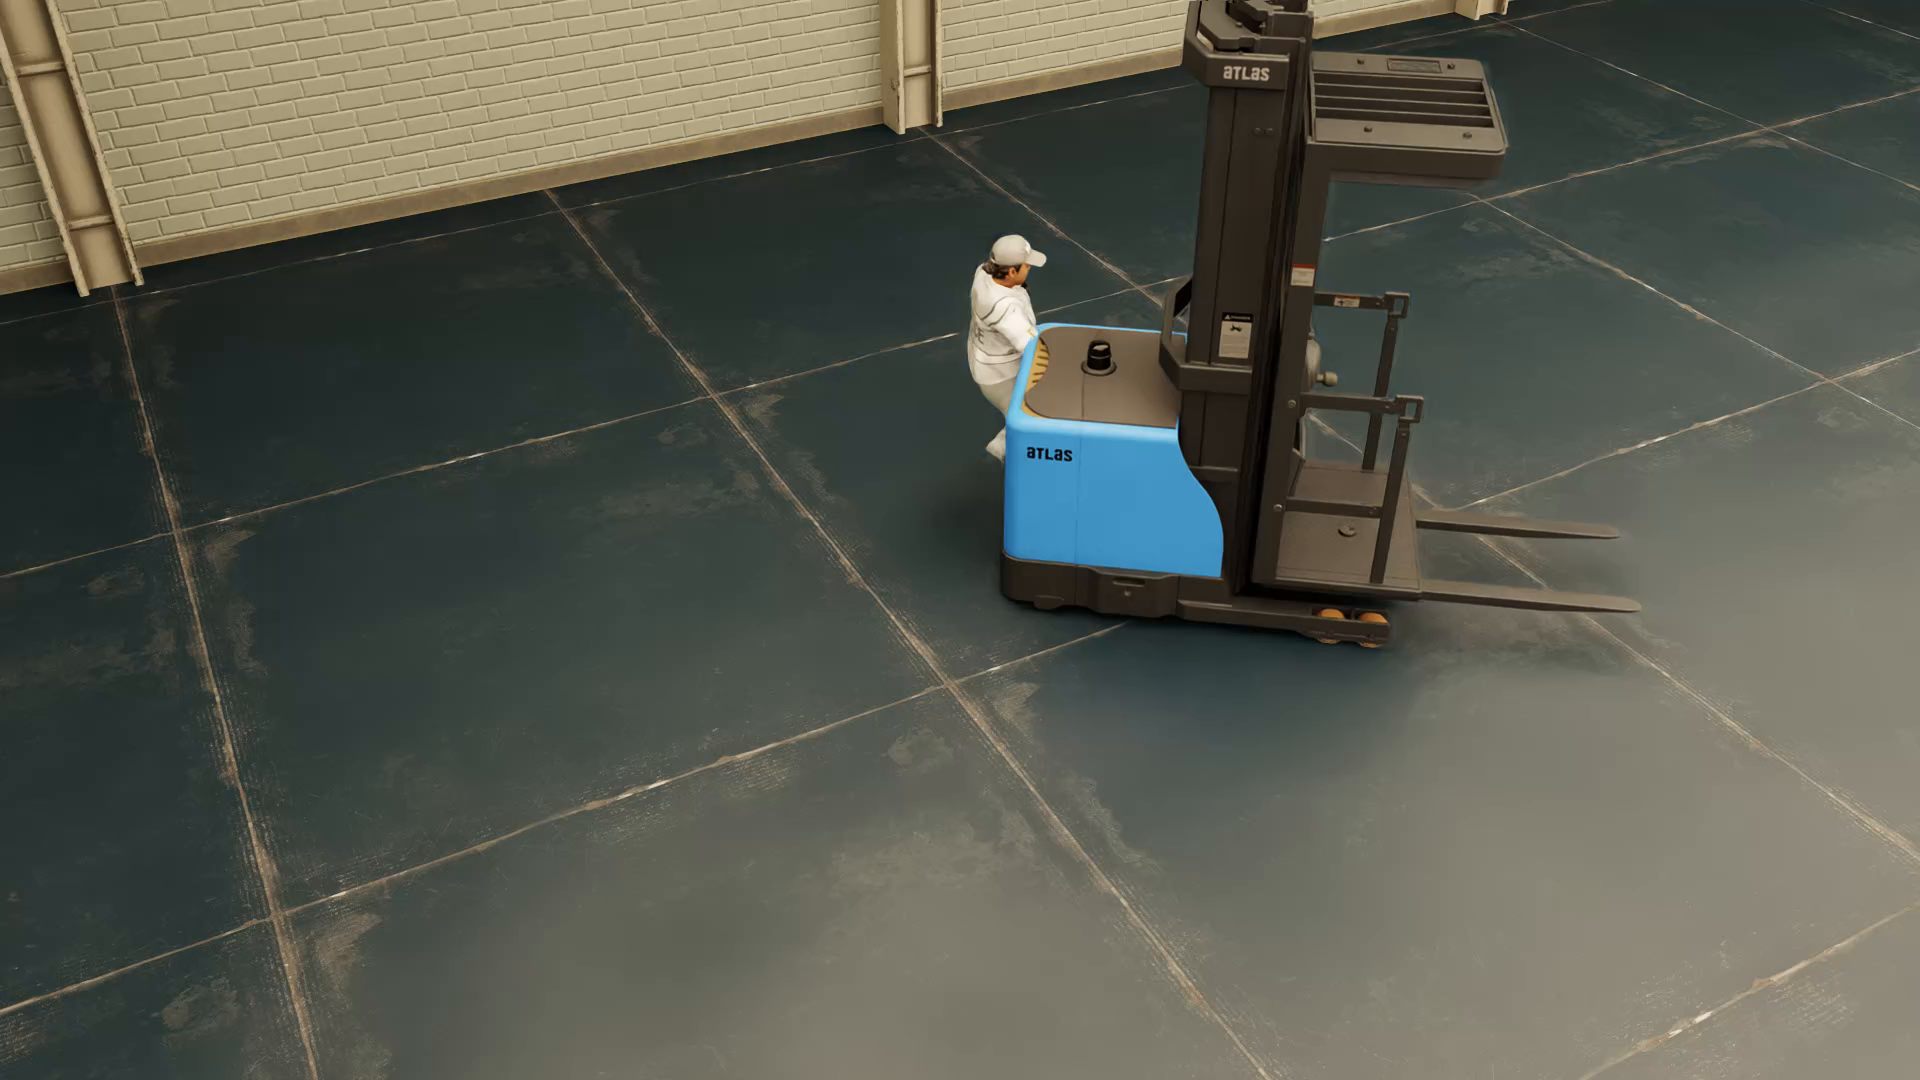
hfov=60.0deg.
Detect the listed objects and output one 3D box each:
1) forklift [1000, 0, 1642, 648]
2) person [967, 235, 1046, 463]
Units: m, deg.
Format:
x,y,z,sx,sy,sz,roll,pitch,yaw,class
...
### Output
x,y,z,sx,sy,sz,roll,pitch,yaw,class
1.760,-1.014,7.558,3.031,2.935,1.130,5,36,7,forklift
0.400,-0.865,8.557,0.666,1.532,0.749,-5,36,-7,person
